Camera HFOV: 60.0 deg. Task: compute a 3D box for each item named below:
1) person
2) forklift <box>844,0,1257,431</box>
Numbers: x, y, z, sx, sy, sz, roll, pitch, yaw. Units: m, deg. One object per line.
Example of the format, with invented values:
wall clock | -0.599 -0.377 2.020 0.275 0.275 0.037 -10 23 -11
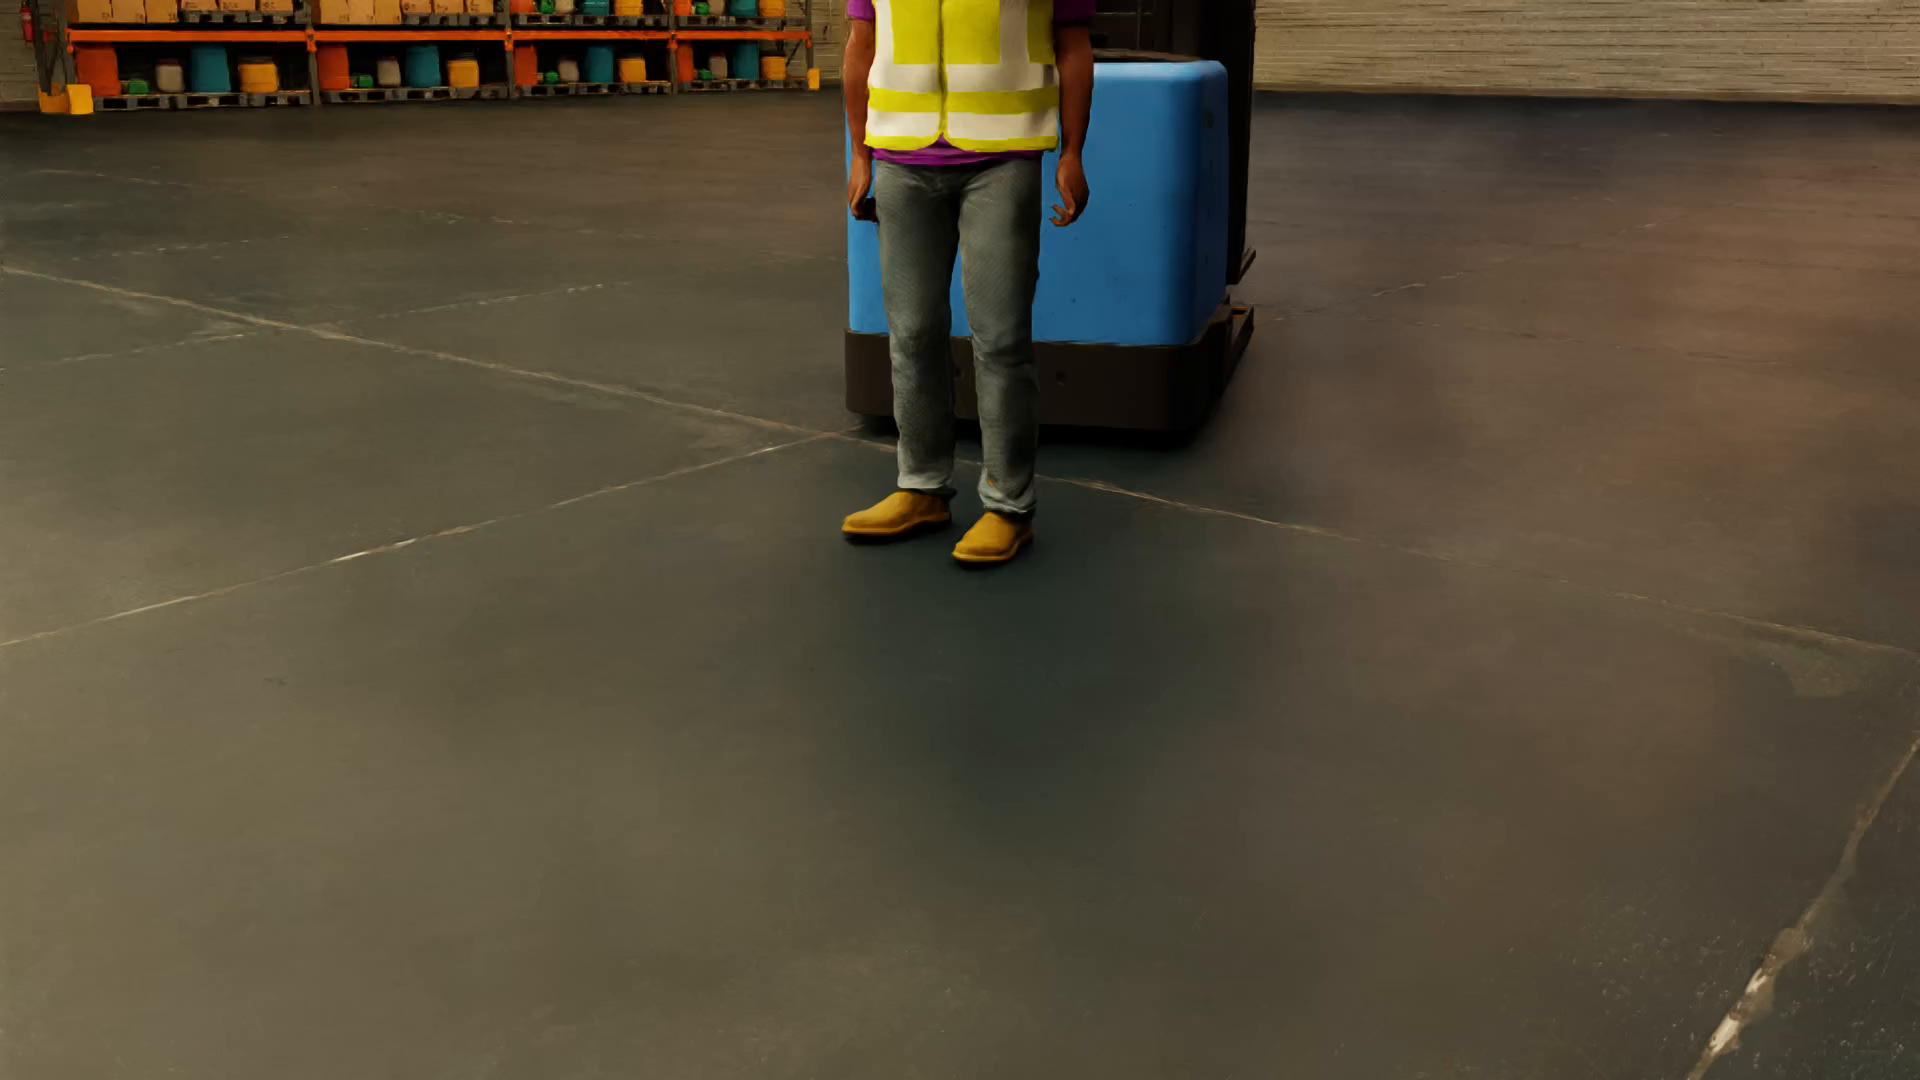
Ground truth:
person | 0.003 -0.836 3.659 0.568 1.767 0.412 4 17 14
forklift | 0.510 -2.102 5.820 1.130 2.935 3.031 4 17 13
